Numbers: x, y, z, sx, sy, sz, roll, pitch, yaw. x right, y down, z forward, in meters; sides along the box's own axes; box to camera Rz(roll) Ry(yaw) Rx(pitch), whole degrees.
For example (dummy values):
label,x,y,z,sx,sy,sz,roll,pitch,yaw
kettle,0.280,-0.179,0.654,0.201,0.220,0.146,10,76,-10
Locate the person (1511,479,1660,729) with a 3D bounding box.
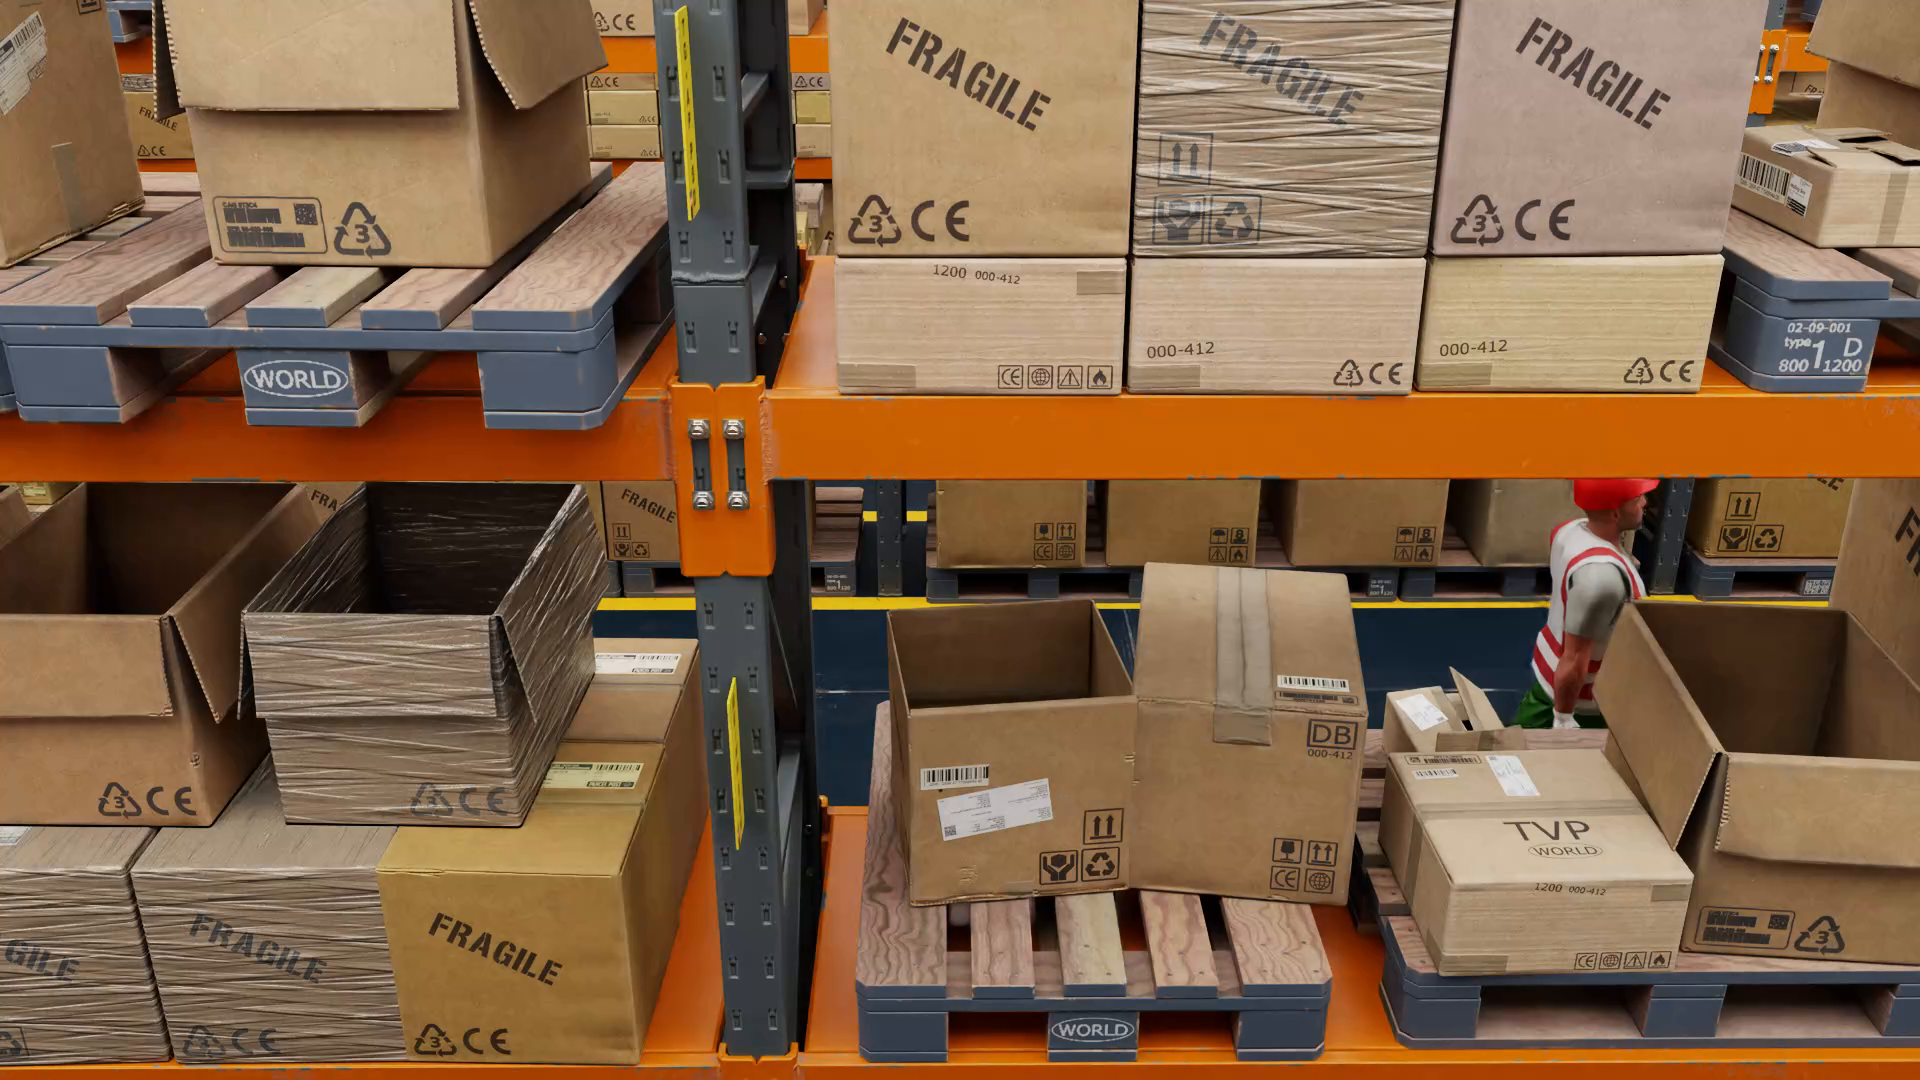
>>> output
label,x,y,z,sx,sy,sz,roll,pitch,yaw
person,2.275,0.504,5.938,1.057,1.740,0.583,0,24,1
